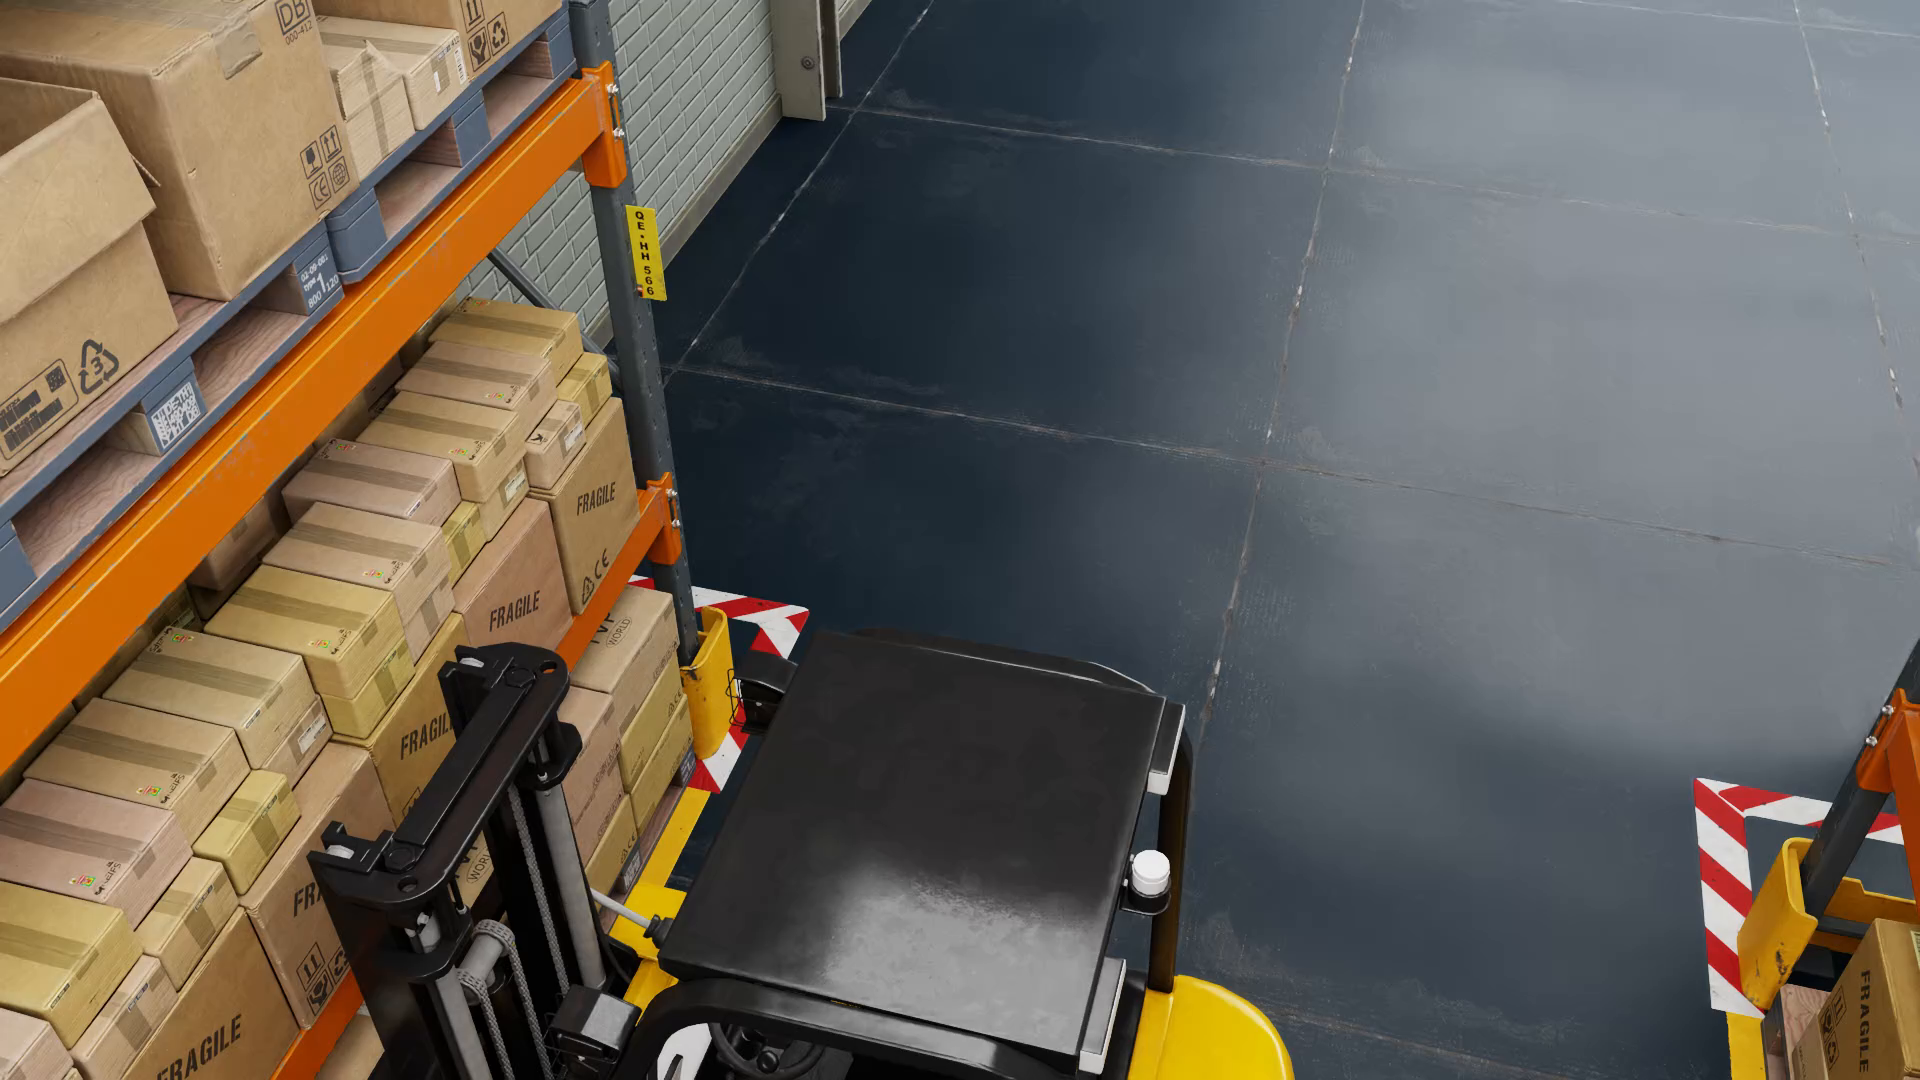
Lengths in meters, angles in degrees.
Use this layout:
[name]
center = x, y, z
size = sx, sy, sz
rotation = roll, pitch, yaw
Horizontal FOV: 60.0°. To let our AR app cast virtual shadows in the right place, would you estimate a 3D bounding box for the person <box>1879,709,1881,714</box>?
[person]
center = 3.960, 0.132, 6.030
size = 0.625, 1.863, 0.527
rotation = 2, 41, 3
